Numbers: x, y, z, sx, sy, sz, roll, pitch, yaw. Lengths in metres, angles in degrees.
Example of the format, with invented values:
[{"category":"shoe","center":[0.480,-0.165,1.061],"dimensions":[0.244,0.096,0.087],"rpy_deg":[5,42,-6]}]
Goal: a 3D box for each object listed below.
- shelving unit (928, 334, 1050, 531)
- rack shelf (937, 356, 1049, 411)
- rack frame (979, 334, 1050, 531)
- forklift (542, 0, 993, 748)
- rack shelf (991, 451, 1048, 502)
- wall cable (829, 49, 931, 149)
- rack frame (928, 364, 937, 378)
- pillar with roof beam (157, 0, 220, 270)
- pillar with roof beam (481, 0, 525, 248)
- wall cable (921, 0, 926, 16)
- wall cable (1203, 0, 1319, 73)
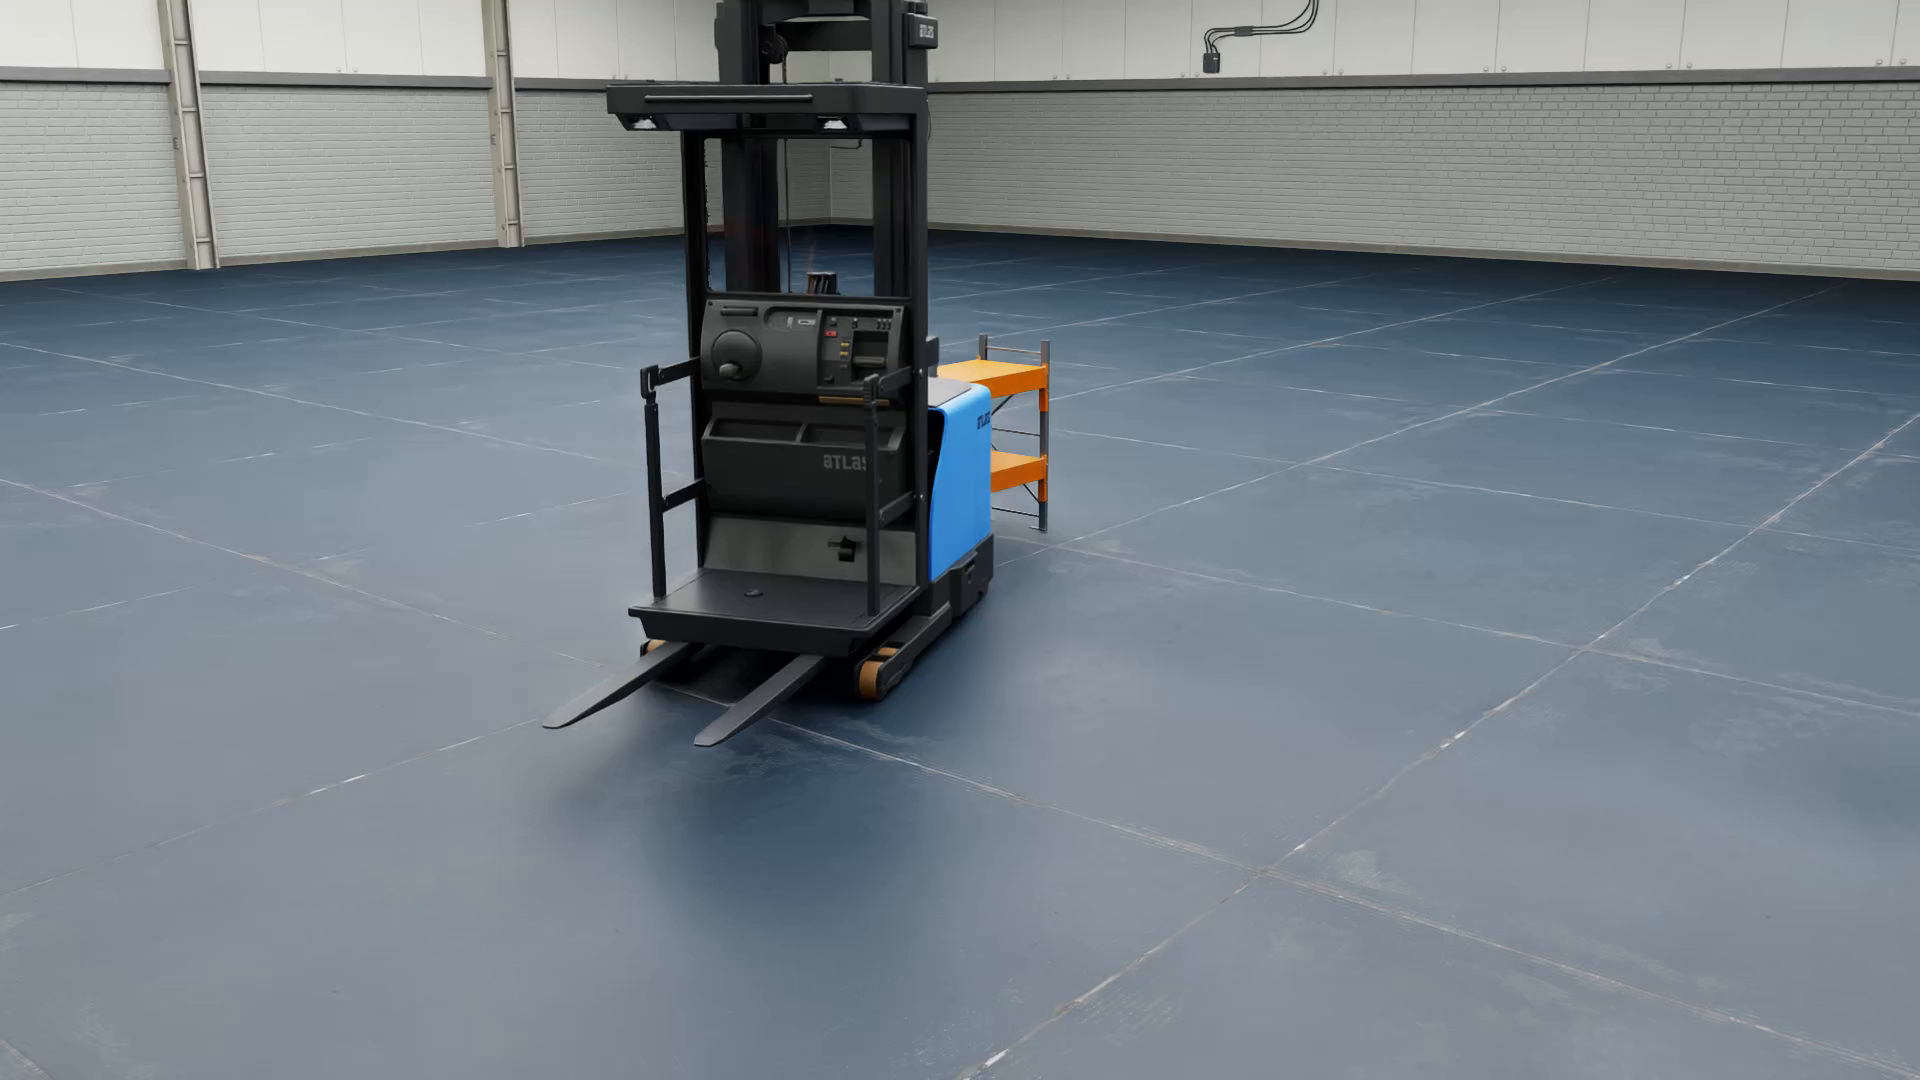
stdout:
[{"category":"shelving unit","center":[-0.004,-0.544,9.479],"dimensions":[0.538,1.125,1.048],"rpy_deg":[11,18,38]},{"category":"rack shelf","center":[-0.004,-0.828,9.407],"dimensions":[0.538,0.278,1.000],"rpy_deg":[11,18,38]},{"category":"rack frame","center":[0.315,-0.641,9.863],"dimensions":[0.500,1.125,0.032],"rpy_deg":[11,18,38]},{"category":"forklift","center":[-0.753,-0.858,7.048],"dimensions":[1.130,2.935,3.031],"rpy_deg":[4,15,17]},{"category":"rack shelf","center":[-0.004,-0.307,9.540],"dimensions":[0.538,0.278,1.000],"rpy_deg":[11,18,38]},{"category":"wall cable","center":[-1.852,-9.924,36.716],"dimensions":[3.097,2.526,0.112],"rpy_deg":[11,18,38]},{"category":"rack frame","center":[-0.324,-0.447,9.096],"dimensions":[0.500,1.125,0.032],"rpy_deg":[11,18,38]},{"category":"pillar with roof beam","center":[-8.926,-8.105,23.250],"dimensions":[9.100,9.000,0.400],"rpy_deg":[11,18,38]},{"category":"pillar with roof beam","center":[-5.155,-9.254,27.773],"dimensions":[9.100,9.000,0.400],"rpy_deg":[11,18,38]},{"category":"wall cable","center":[0.252,-11.953,34.446],"dimensions":[3.097,2.526,0.112],"rpy_deg":[11,18,38]},{"category":"wall cable","center":[5.522,-11.605,30.120],"dimensions":[2.305,6.003,0.169],"rpy_deg":[11,18,38]}]
